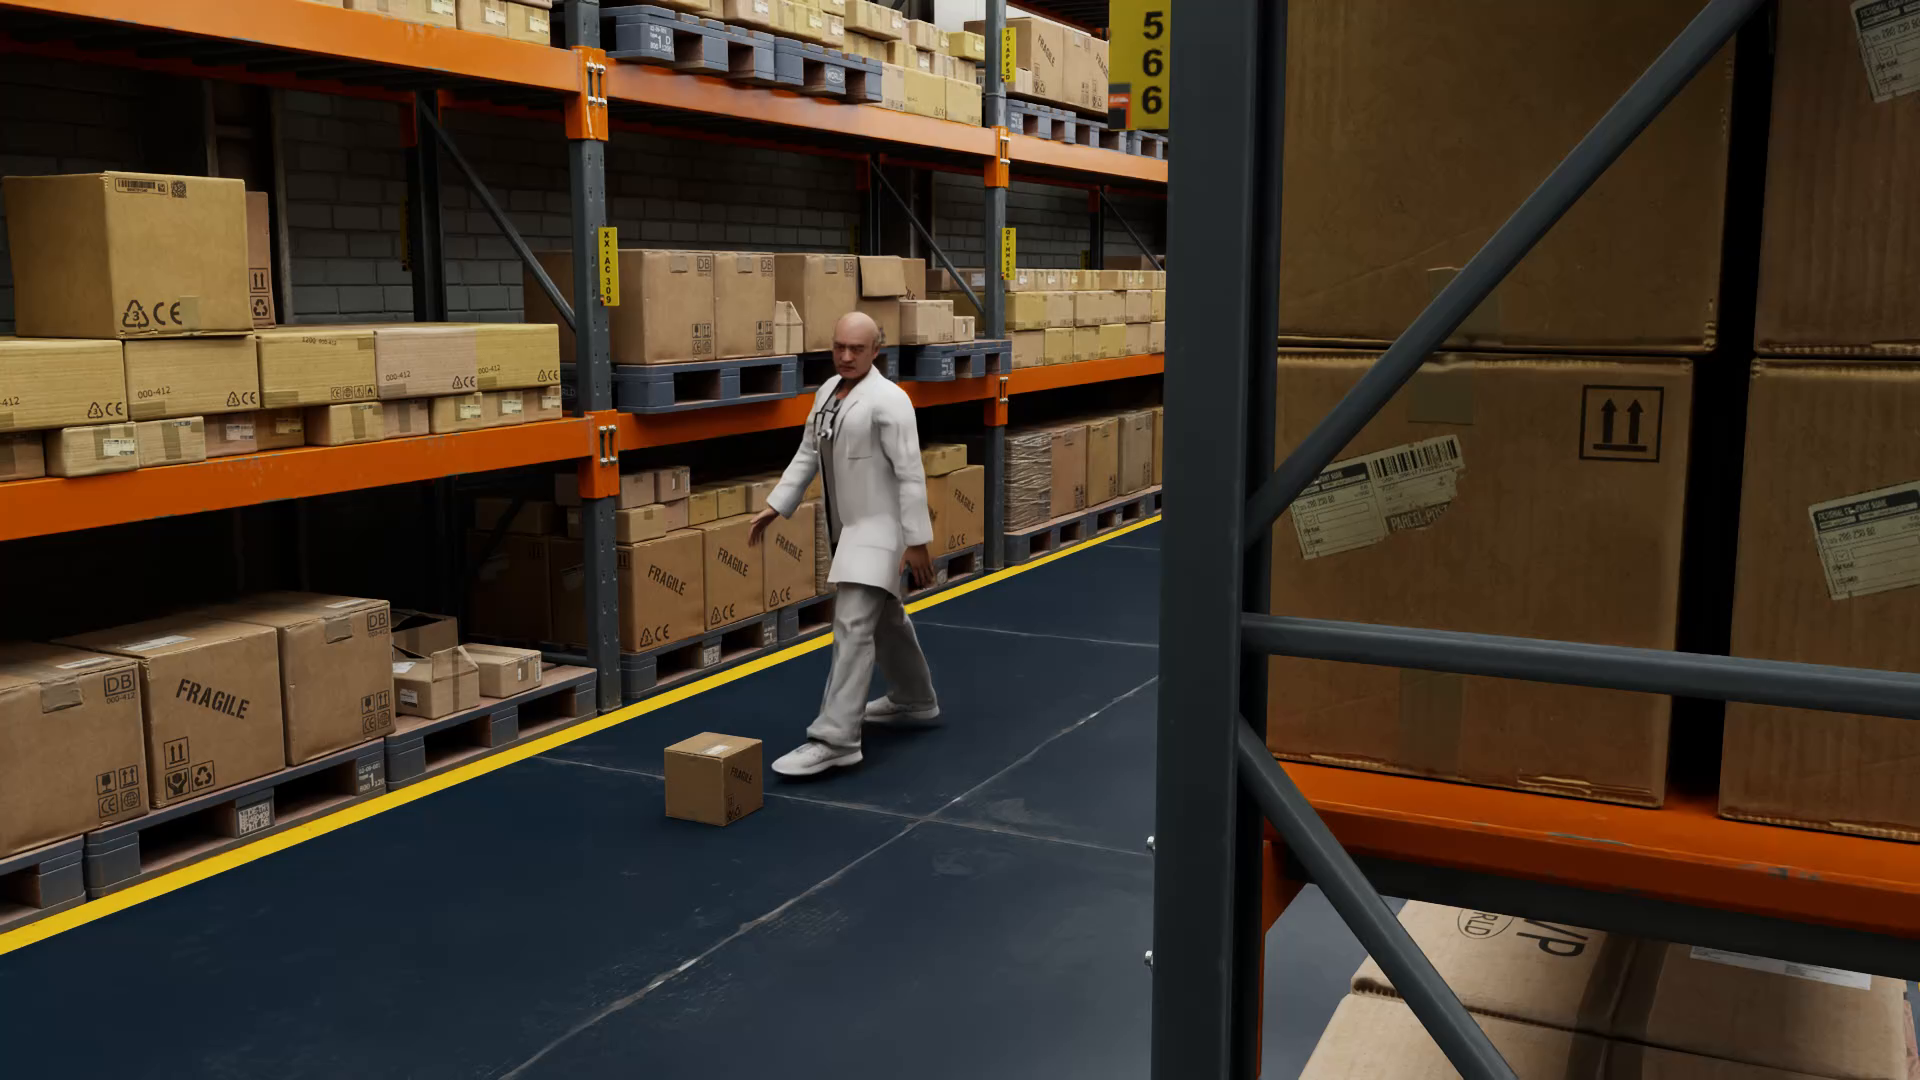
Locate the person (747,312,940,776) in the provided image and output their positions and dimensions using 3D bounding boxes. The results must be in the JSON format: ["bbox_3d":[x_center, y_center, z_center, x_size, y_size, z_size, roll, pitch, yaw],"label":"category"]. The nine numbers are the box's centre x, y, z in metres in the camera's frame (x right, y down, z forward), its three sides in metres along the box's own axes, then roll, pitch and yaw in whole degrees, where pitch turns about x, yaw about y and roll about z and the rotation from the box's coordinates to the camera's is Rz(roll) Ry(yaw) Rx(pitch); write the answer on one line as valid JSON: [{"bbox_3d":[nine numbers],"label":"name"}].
[{"bbox_3d":[-0.428,-0.031,6.585,0.936,1.730,0.681,-5,10,-28],"label":"person"}]
